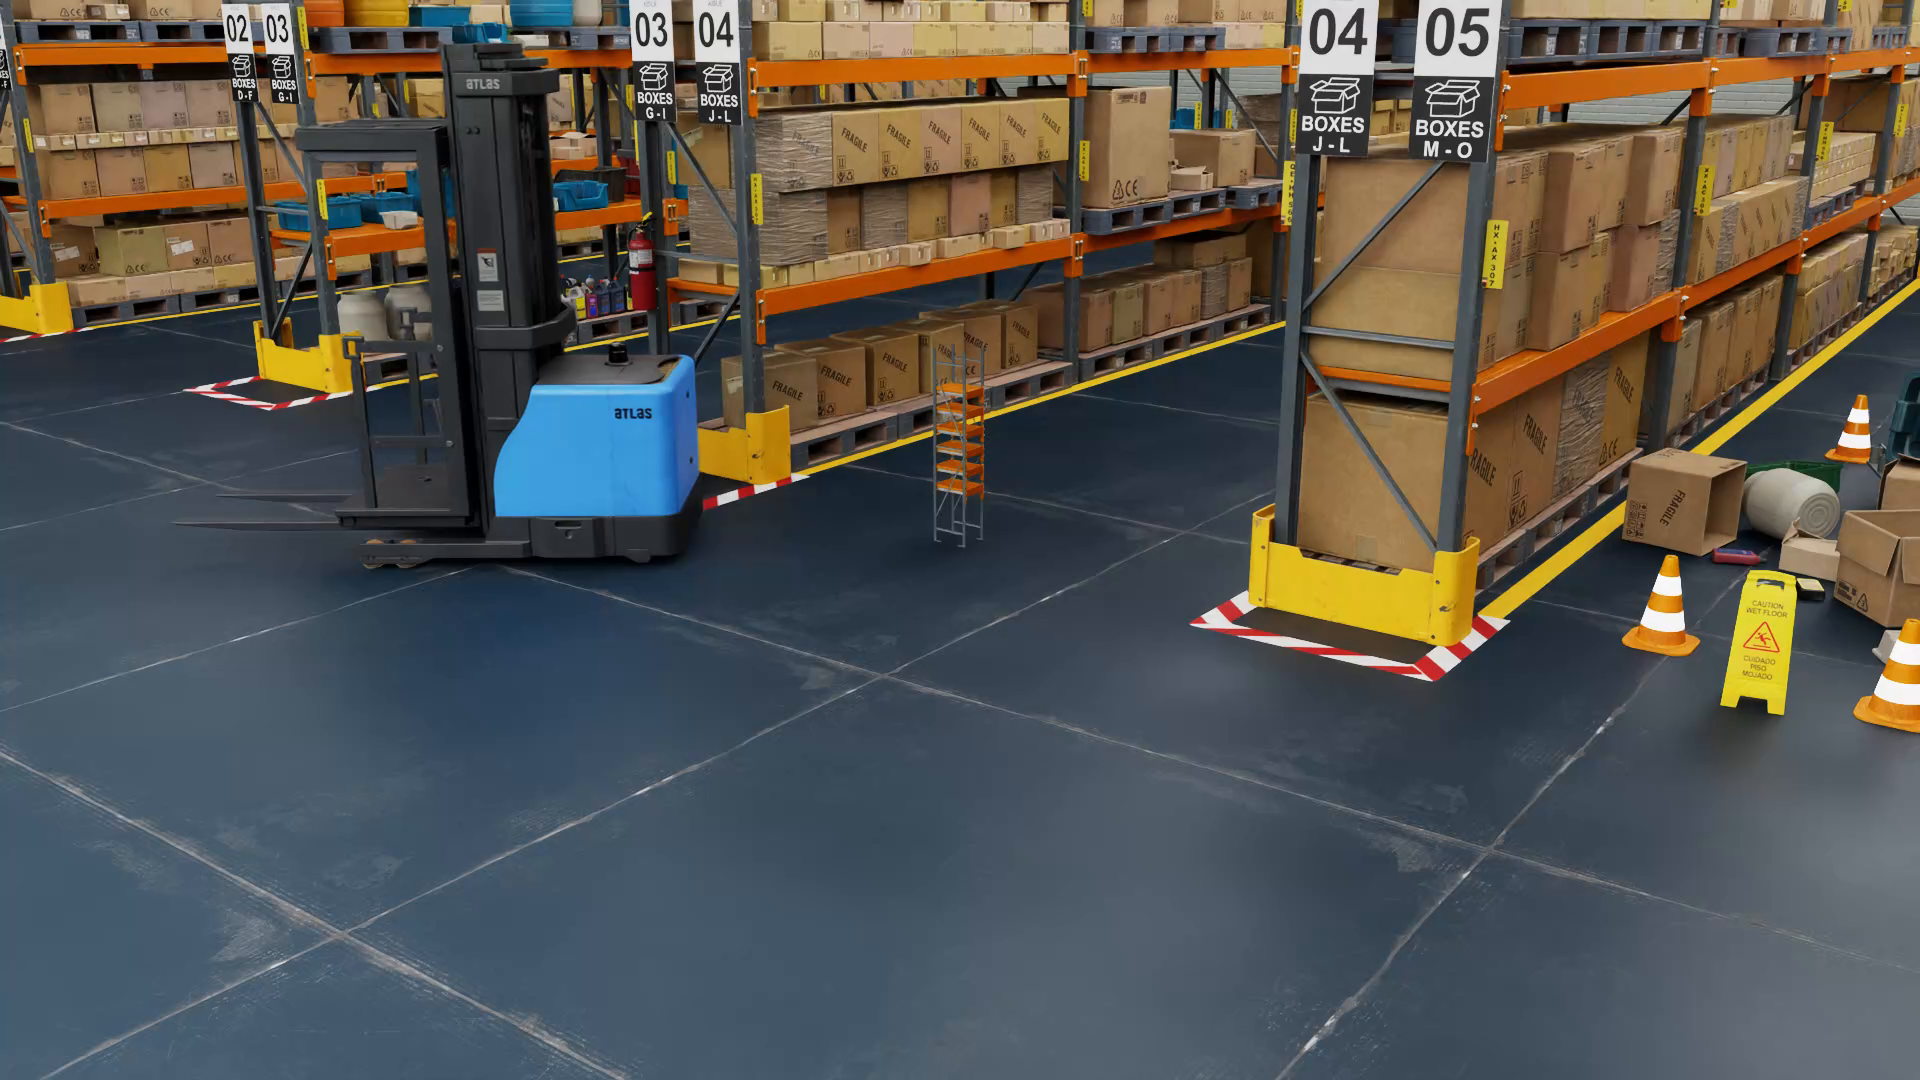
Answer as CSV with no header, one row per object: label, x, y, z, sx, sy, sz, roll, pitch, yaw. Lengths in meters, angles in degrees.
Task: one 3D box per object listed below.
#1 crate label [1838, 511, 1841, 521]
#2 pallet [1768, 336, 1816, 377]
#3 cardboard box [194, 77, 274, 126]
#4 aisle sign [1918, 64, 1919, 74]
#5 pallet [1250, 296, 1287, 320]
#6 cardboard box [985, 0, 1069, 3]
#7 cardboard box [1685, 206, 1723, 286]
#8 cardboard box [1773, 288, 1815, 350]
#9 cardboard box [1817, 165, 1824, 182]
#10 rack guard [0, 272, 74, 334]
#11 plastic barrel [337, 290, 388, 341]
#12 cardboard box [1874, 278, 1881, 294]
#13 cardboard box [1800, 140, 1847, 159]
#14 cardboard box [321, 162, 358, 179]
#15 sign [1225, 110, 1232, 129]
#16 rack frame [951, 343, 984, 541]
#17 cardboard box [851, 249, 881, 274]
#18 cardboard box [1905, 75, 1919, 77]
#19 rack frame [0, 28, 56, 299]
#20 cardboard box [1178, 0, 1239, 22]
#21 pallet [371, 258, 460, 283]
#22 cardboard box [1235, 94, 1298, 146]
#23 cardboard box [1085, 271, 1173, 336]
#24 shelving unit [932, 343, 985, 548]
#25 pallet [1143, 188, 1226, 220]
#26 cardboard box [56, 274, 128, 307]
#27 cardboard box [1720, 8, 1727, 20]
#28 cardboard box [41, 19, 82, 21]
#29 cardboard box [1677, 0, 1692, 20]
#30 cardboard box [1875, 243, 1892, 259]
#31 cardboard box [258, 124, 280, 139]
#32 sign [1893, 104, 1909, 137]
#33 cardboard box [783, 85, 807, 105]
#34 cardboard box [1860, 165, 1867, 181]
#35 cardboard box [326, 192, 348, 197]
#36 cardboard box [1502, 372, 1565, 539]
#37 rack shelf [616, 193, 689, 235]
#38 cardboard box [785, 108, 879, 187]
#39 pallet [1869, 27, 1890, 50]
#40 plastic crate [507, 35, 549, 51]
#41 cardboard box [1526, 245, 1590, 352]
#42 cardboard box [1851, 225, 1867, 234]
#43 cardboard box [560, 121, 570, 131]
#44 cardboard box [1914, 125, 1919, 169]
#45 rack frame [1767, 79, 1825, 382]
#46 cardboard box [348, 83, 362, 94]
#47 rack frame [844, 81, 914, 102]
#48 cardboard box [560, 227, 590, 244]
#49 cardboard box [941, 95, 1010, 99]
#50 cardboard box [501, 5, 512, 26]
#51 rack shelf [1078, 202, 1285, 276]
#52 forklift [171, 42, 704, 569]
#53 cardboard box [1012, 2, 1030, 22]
crate label,5.417,-0.173,10.570,0.298,0.136,0.250,-1,17,-3
pallet,7.379,-1.790,15.650,1.003,0.211,1.213,12,21,35
cardboard box,-8.207,-4.955,18.787,0.700,0.500,0.500,12,21,35
aisle sign,11.963,-6.047,20.274,0.394,0.787,0.004,12,21,35
pallet,3.519,-2.679,18.514,1.003,0.211,1.213,12,21,35
cardboard box,0.542,-4.592,13.402,0.500,0.500,0.500,12,21,33
cardboard box,5.058,-2.108,11.806,0.500,0.500,0.500,13,21,35
cardboard box,7.538,-2.066,15.344,0.500,0.500,0.500,11,21,32
cardboard box,7.677,-3.367,15.242,0.380,0.149,0.250,12,21,33
rack guard,-9.746,-2.482,17.395,1.175,0.500,0.348,12,21,35
plastic barrel,-5.425,-1.988,15.076,0.421,0.512,0.421,0,17,0
cardboard box,9.929,-2.820,18.367,0.380,0.149,0.250,13,22,36
cardboard box,8.276,-3.748,15.968,0.380,0.149,0.250,12,21,34
cardboard box,-7.608,-4.576,19.751,0.700,0.500,0.500,12,21,33
sign,4.229,-6.601,26.168,0.100,0.325,0.005,12,21,35
rack frame,0.046,-0.591,10.125,0.240,1.200,0.006,12,21,35
cardboard box,-0.804,-2.071,12.278,0.380,0.149,0.250,12,21,35
cardboard box,11.304,-5.234,19.686,0.500,0.500,0.500,12,21,33
rack frame,-9.732,-3.682,17.042,1.000,3.000,0.127,12,21,35
cardboard box,2.301,-5.158,15.726,0.500,0.500,0.500,13,21,36
pallet,-6.941,-3.485,21.111,1.003,0.211,1.213,12,21,35
cardboard box,3.437,-4.534,17.926,0.797,0.503,0.637,13,22,37
cardboard box,1.621,-2.286,16.019,0.700,0.500,0.500,10,20,30
shelving unit,-0.009,-0.570,10.055,0.258,1.200,0.189,12,21,35
pallet,1.842,-3.266,16.025,1.003,0.211,1.213,12,21,35
cardboard box,-9.233,-2.658,17.673,0.500,0.250,0.500,12,21,35
cardboard box,5.089,-3.699,11.389,0.258,0.266,0.396,12,21,34
cardboard box,-11.743,-6.717,21.555,0.500,0.500,0.500,10,20,30
cardboard box,4.265,-3.278,10.232,0.380,0.149,0.250,13,21,35
cardboard box,10.344,-3.293,18.886,0.380,0.149,0.250,13,21,36
cardboard box,-7.946,-4.647,18.889,0.380,0.149,0.250,12,21,34
sign,9.743,-4.344,17.222,0.100,0.325,0.005,12,21,35
cardboard box,-2.488,-7.231,26.618,0.500,0.500,0.500,13,21,35
cardboard box,9.063,-3.777,17.064,0.380,0.149,0.250,13,21,35
cardboard box,-9.733,-5.195,25.389,0.700,0.500,0.500,12,21,35
cardboard box,3.019,-0.599,9.989,0.875,0.875,0.875,12,21,34
rack shelf,-2.181,-3.891,18.929,1.077,0.370,4.000,12,21,35
cardboard box,-0.928,-2.798,11.842,0.500,0.500,0.500,12,21,35
pallet,8.226,-4.855,16.079,1.213,0.211,1.003,12,21,35
plastic crate,-4.004,-4.611,15.422,0.243,0.136,0.396,12,21,35
cardboard box,3.075,-1.444,9.583,0.875,0.550,0.550,12,21,35
cardboard box,11.026,-3.812,20.558,0.380,0.149,0.250,13,21,36
cardboard box,-6.858,-7.056,28.296,0.380,0.149,0.250,13,22,36
cardboard box,10.707,-4.517,19.061,0.500,0.500,0.500,14,22,37
rack frame,6.912,-2.935,14.638,1.000,3.000,0.127,12,21,35
cardboard box,-9.307,-6.863,25.281,0.380,0.149,0.250,9,19,26
rack frame,-0.989,-4.711,20.357,1.000,3.000,0.127,12,21,35
cardboard box,-5.387,-4.183,22.584,0.500,0.250,0.500,12,21,34
cardboard box,0.133,-3.488,14.063,0.500,0.500,0.500,12,21,35
cardboard box,-5.838,-6.768,21.469,0.500,0.250,0.500,12,21,34
rack shelf,1.797,-3.016,16.111,1.077,0.370,4.000,12,21,35
forklift,-3.147,-1.390,9.778,3.031,2.935,1.130,0,17,-1
cardboard box,0.331,-4.184,13.180,0.380,0.149,0.250,11,20,32
